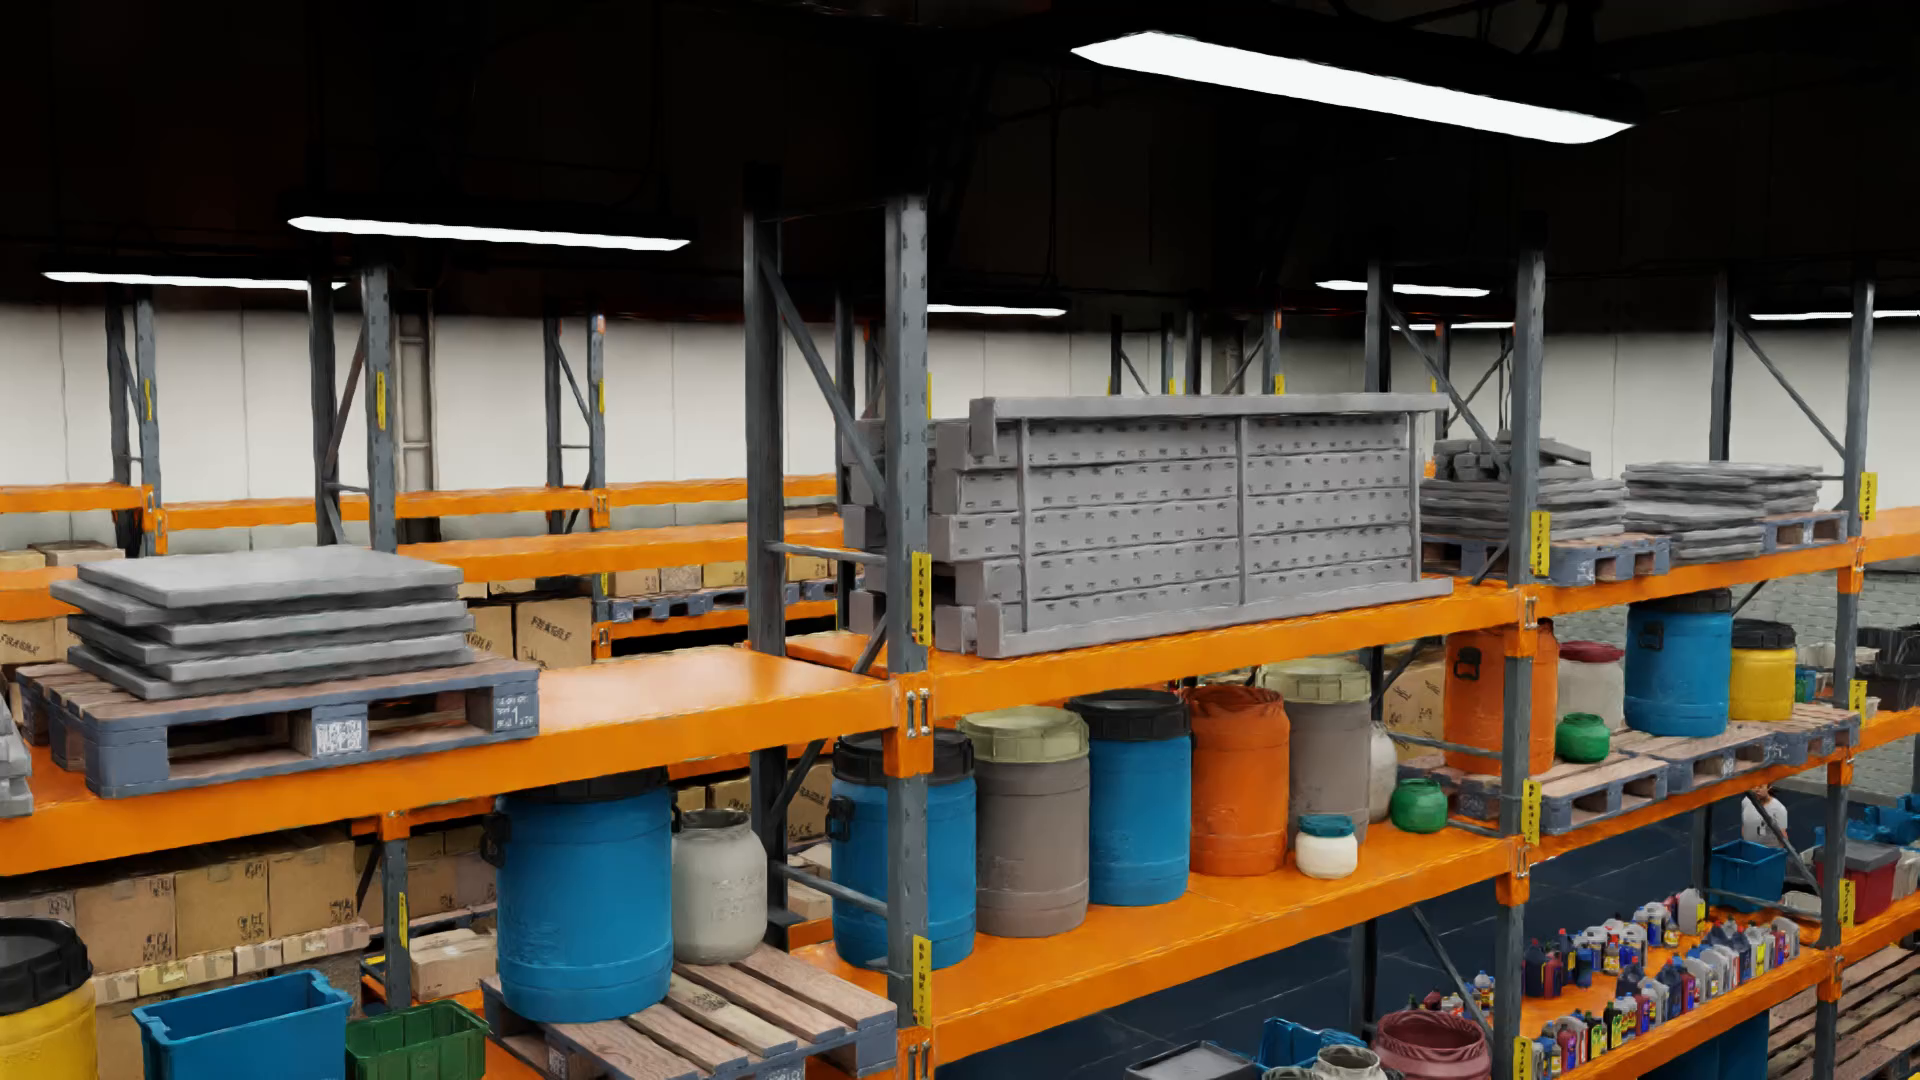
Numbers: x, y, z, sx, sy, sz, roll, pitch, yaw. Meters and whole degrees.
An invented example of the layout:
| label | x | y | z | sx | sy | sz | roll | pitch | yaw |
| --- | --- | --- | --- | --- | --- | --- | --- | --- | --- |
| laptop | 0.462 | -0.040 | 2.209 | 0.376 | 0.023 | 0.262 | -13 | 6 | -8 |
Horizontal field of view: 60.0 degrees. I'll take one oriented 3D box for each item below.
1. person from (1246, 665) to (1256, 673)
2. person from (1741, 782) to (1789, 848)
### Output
| label | x | y | z | sx | sy | sz | roll | pitch | yaw |
| --- | --- | --- | --- | --- | --- | --- | --- | --- | --- |
| person | 3.849 | 2.278 | 21.439 | 0.720 | 1.643 | 0.526 | -1 | 6 | -7 |
| person | 7.366 | 2.888 | 15.282 | 1.110 | 1.591 | 0.445 | -5 | 7 | -42 |
